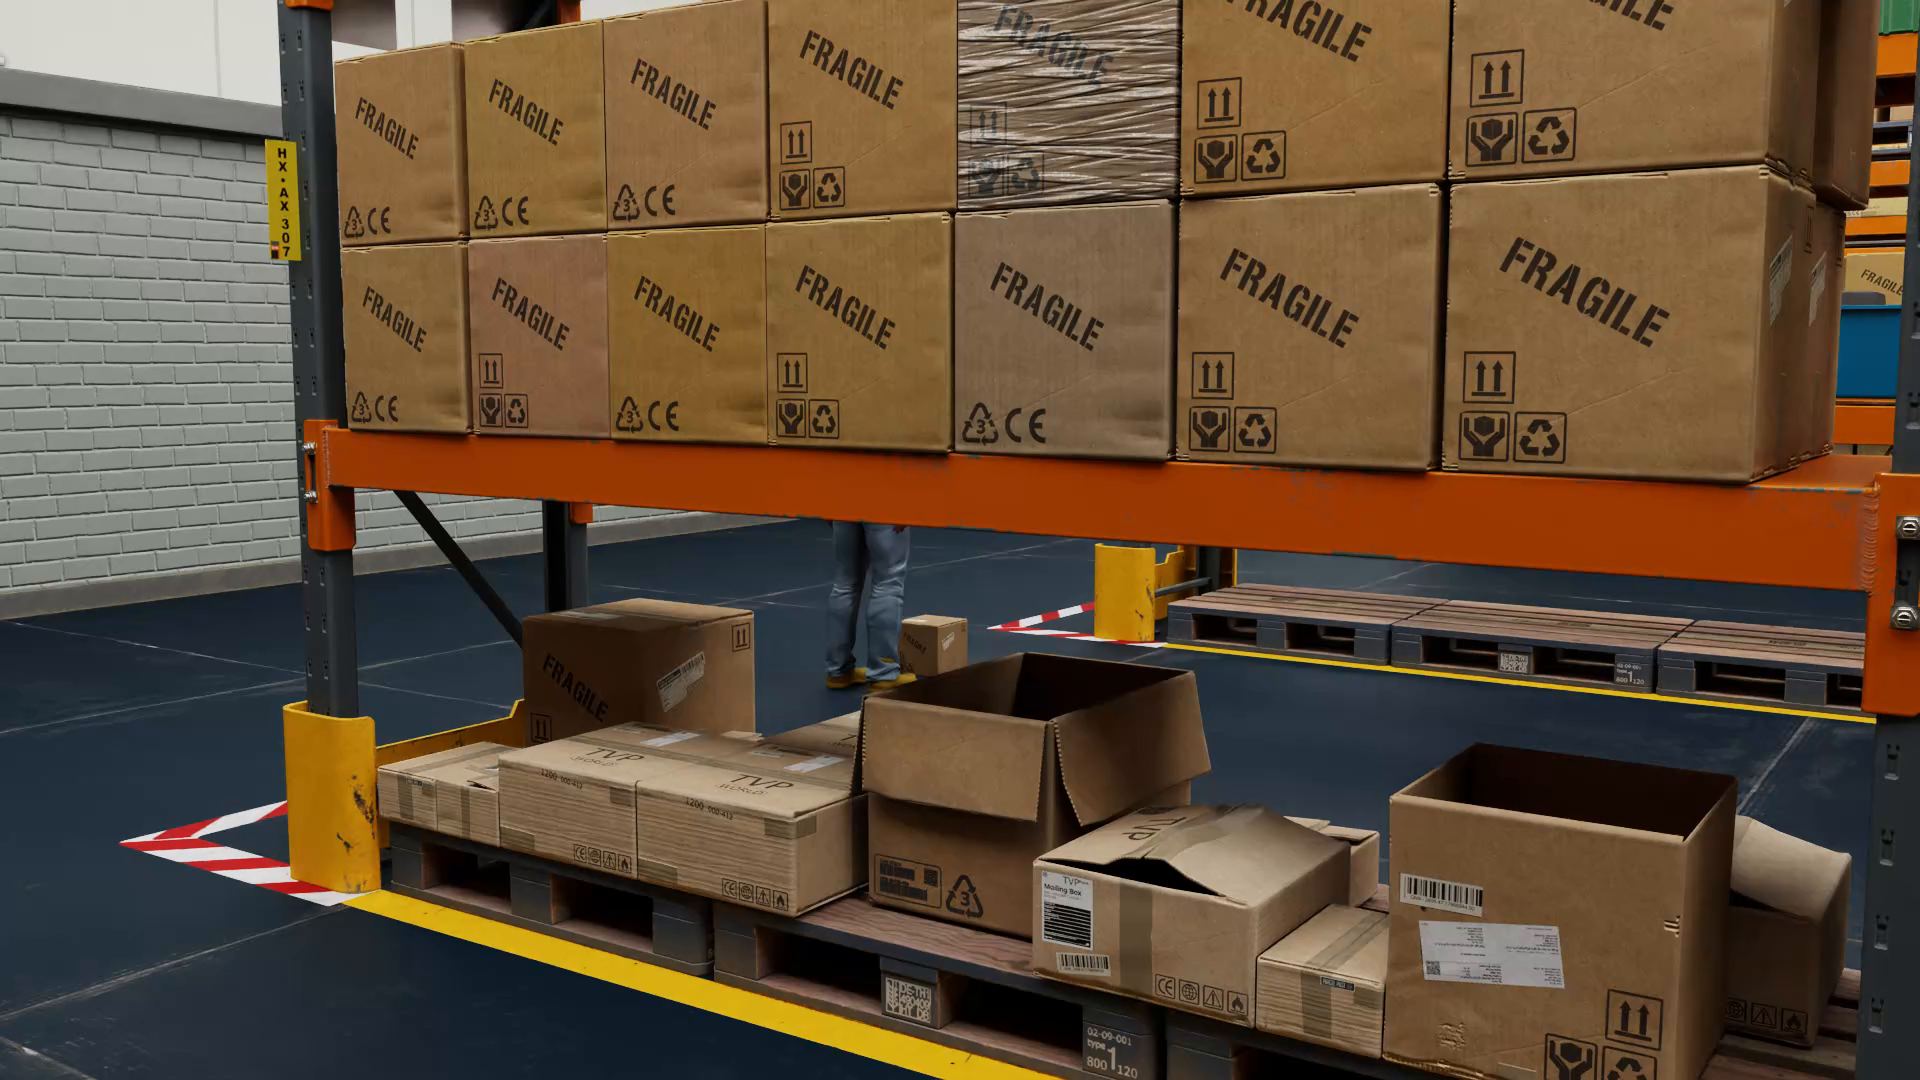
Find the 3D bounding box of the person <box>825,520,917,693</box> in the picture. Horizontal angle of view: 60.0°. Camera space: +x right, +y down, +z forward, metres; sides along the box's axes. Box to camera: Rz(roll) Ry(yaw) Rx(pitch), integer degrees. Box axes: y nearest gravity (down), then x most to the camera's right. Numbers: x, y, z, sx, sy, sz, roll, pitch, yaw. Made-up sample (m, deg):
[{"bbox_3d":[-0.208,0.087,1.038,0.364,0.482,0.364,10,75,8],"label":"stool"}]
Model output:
[{"bbox_3d":[6.502,0.155,4.268,15.653,1.762,2.992,4,8,35],"label":"person"}]
